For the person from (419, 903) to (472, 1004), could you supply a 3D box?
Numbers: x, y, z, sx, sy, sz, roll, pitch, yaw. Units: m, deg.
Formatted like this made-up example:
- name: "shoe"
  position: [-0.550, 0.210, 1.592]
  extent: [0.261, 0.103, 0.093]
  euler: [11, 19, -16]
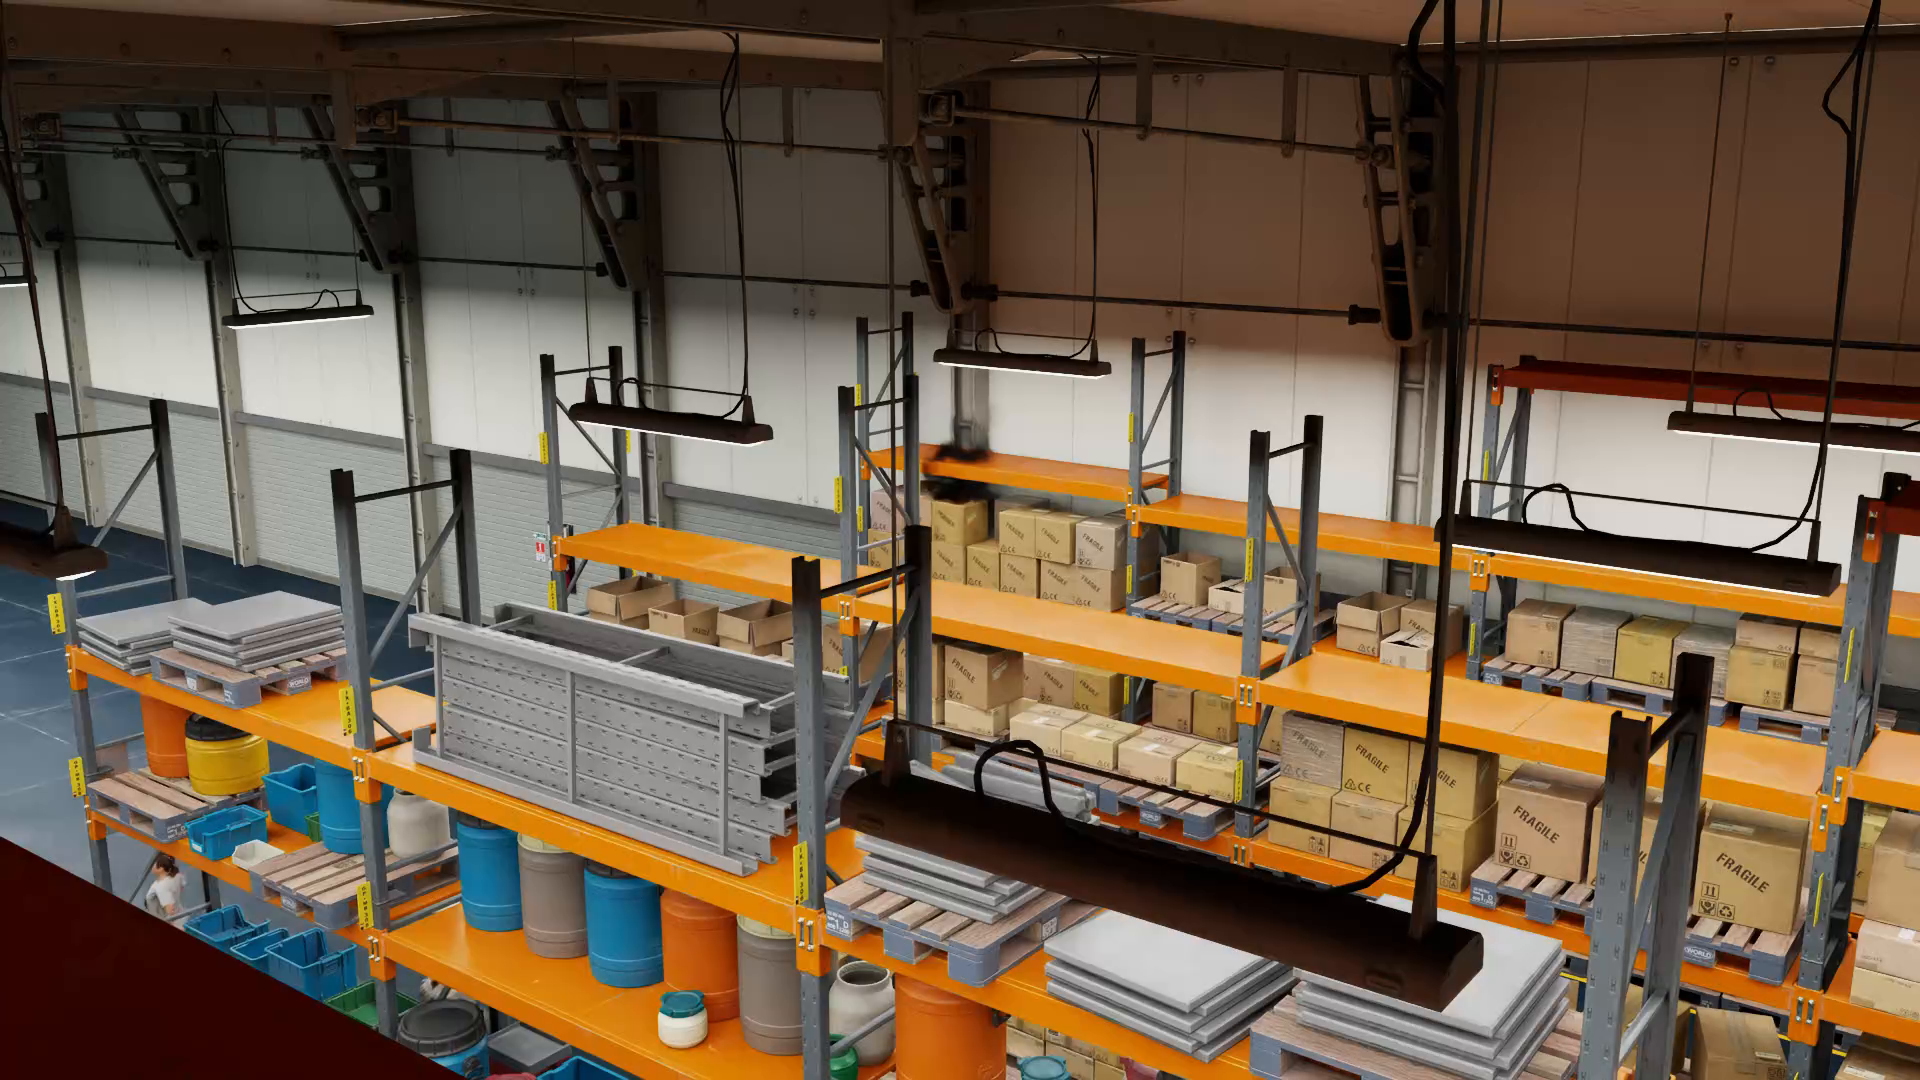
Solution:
- name: "person"
  position: [-4.434, 3.905, 14.402]
  extent: [0.824, 1.823, 0.664]
  euler: [8, 15, 31]

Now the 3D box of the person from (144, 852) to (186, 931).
- name: "person"
  position: [-7.519, 3.678, 15.805]
  extent: [0.831, 1.617, 0.622]
  euler: [-2, 13, -8]
